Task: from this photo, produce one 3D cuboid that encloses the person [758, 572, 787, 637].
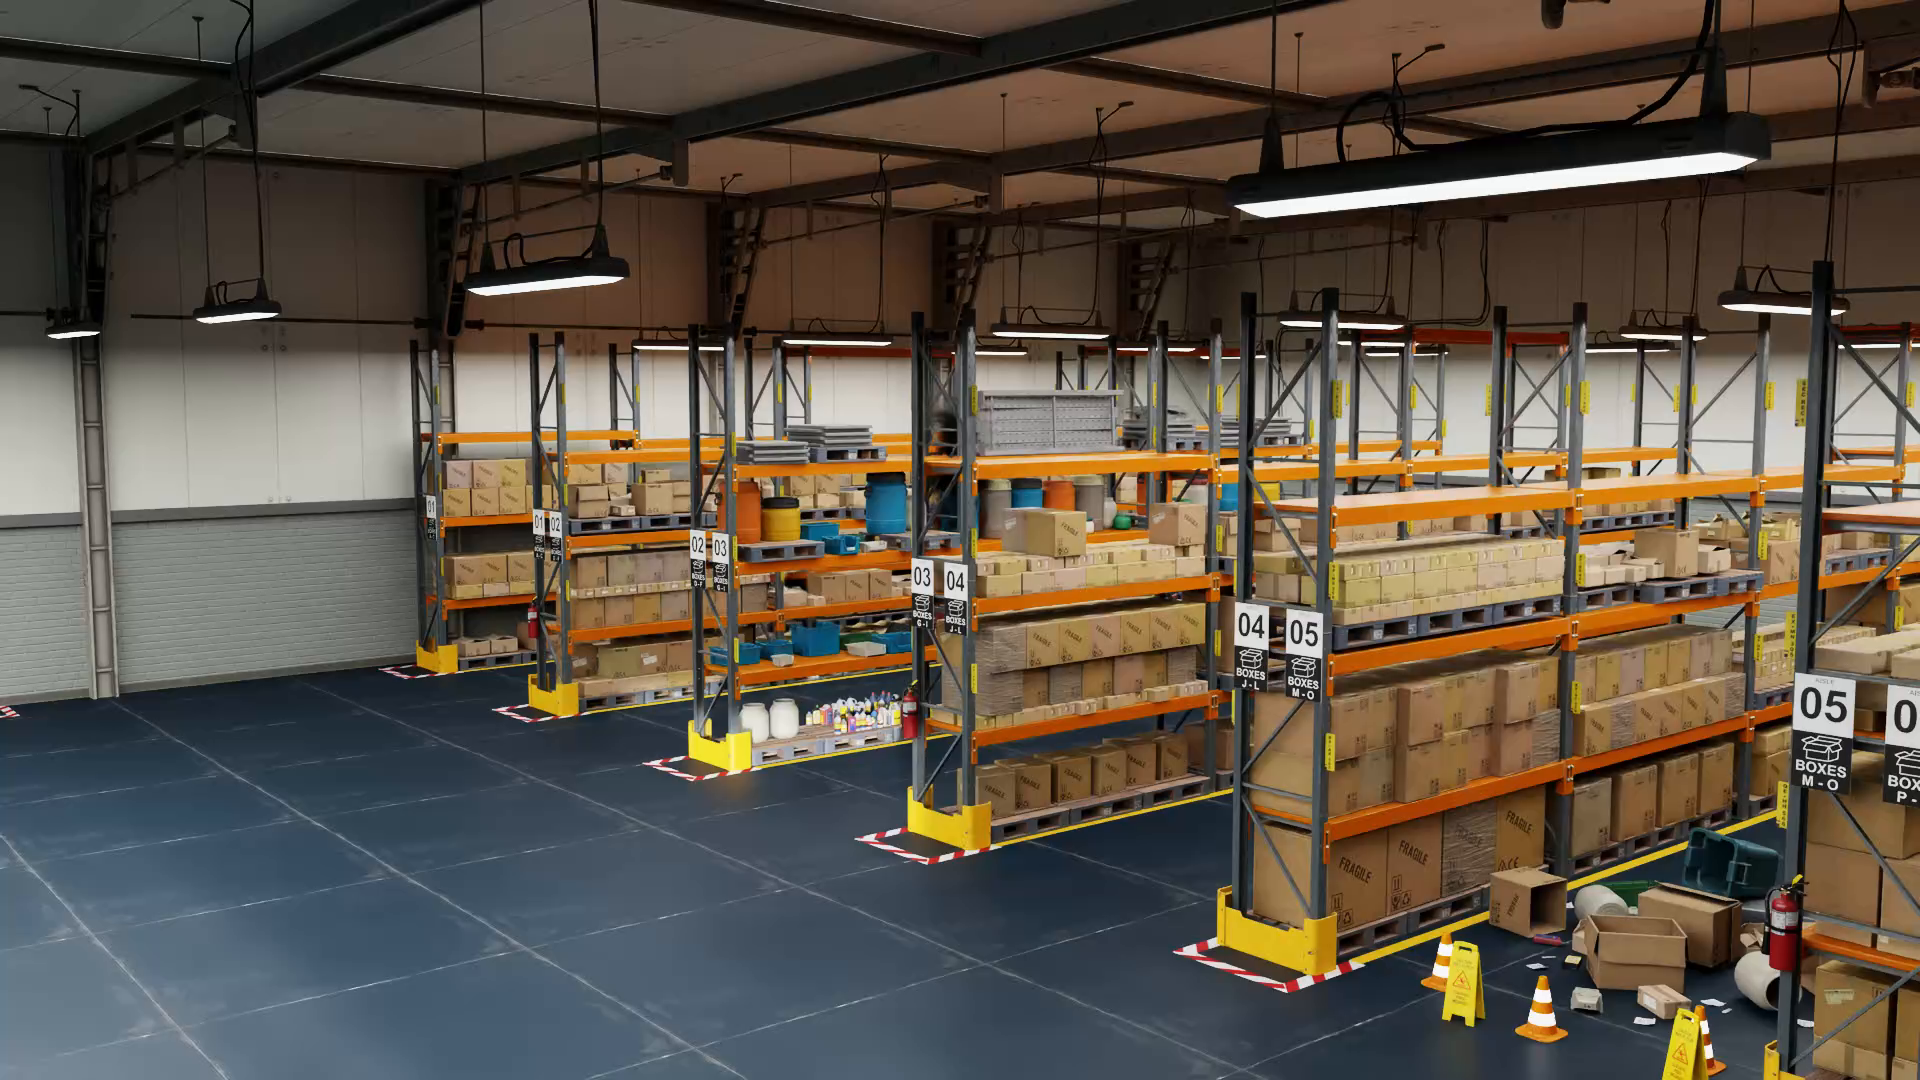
[{"bbox_3d":[-3.508,1.397,31.179,0.646,1.731,0.649,-5,7,-43],"label":"person"}]
